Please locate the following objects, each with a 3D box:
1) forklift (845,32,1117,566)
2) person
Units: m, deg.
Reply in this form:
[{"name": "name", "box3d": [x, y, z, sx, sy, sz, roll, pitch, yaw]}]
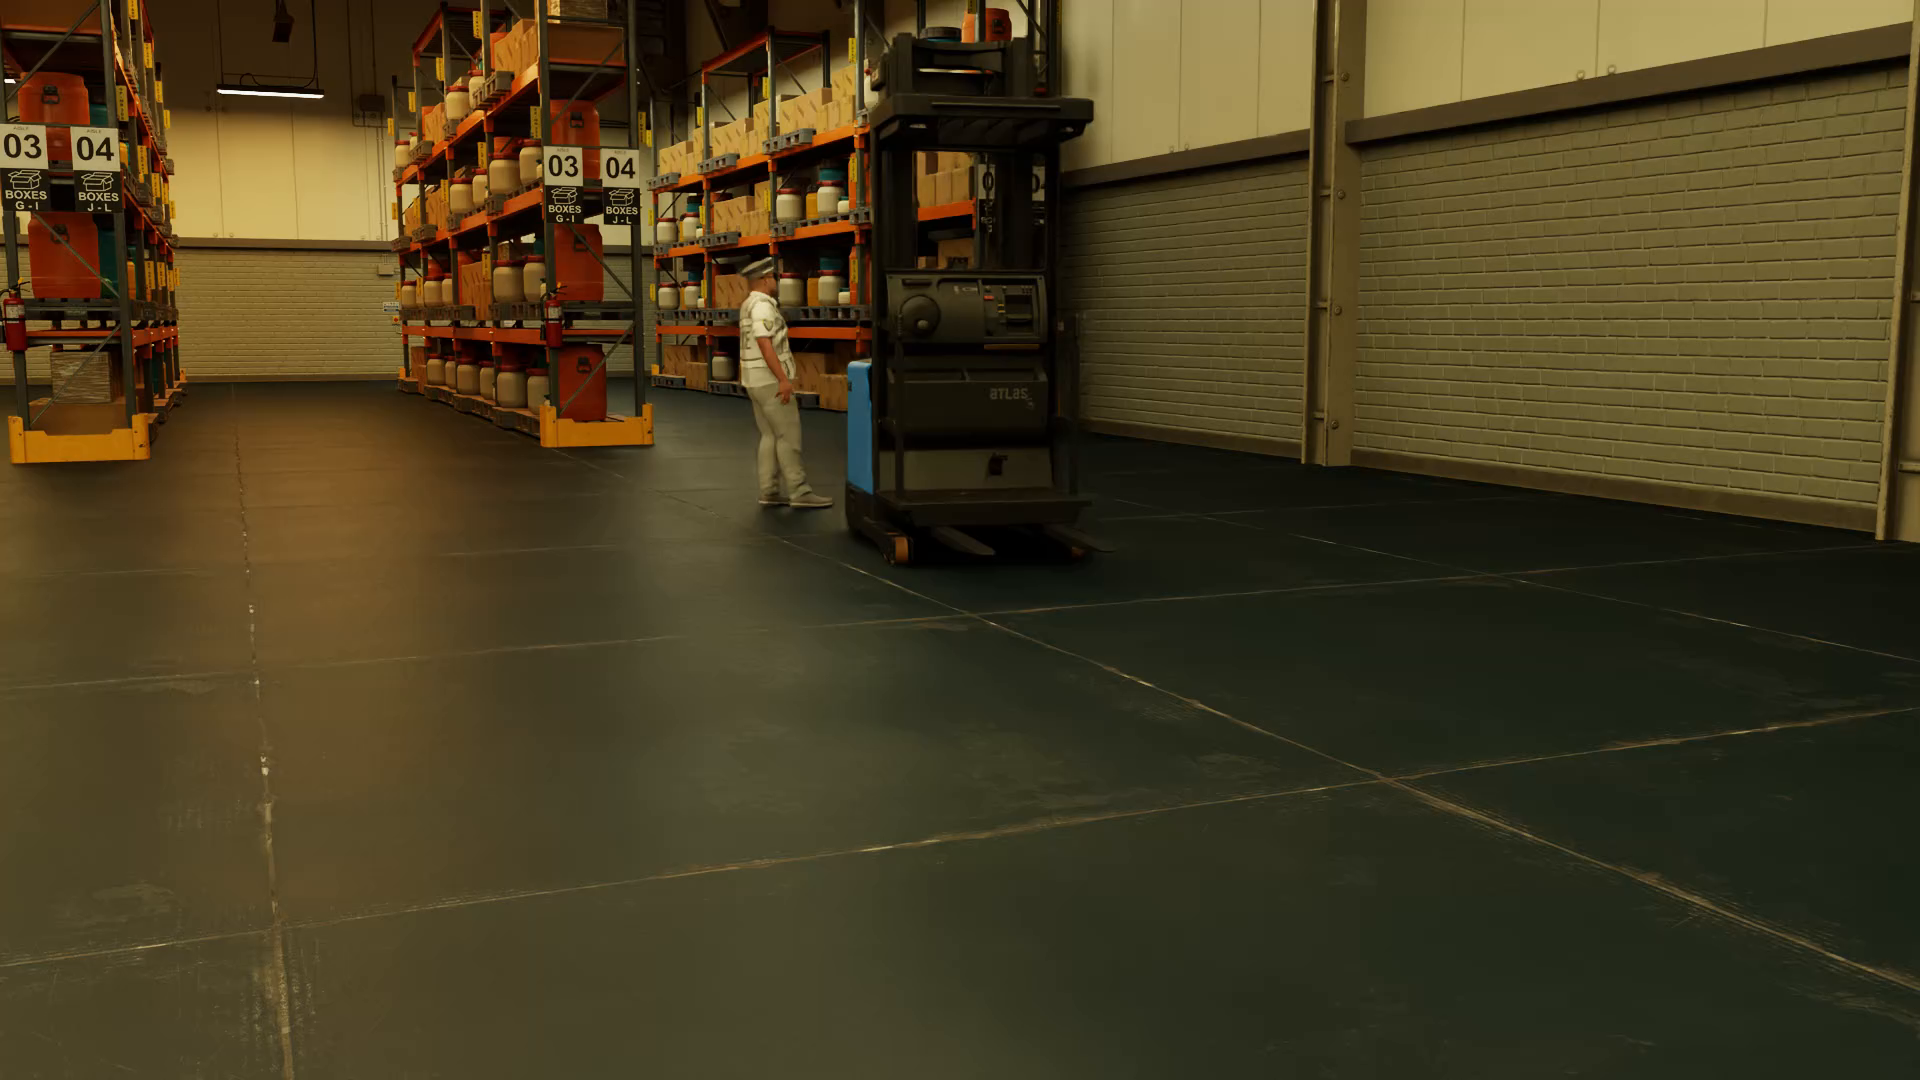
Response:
[{"name": "forklift", "box3d": [0.092, -1.365, 9.291, 1.130, 2.935, 3.031, -2, 8, -13]}, {"name": "person", "box3d": [-1.263, -1.132, 11.946, 0.619, 1.779, 0.627, -3, 8, -20]}]
